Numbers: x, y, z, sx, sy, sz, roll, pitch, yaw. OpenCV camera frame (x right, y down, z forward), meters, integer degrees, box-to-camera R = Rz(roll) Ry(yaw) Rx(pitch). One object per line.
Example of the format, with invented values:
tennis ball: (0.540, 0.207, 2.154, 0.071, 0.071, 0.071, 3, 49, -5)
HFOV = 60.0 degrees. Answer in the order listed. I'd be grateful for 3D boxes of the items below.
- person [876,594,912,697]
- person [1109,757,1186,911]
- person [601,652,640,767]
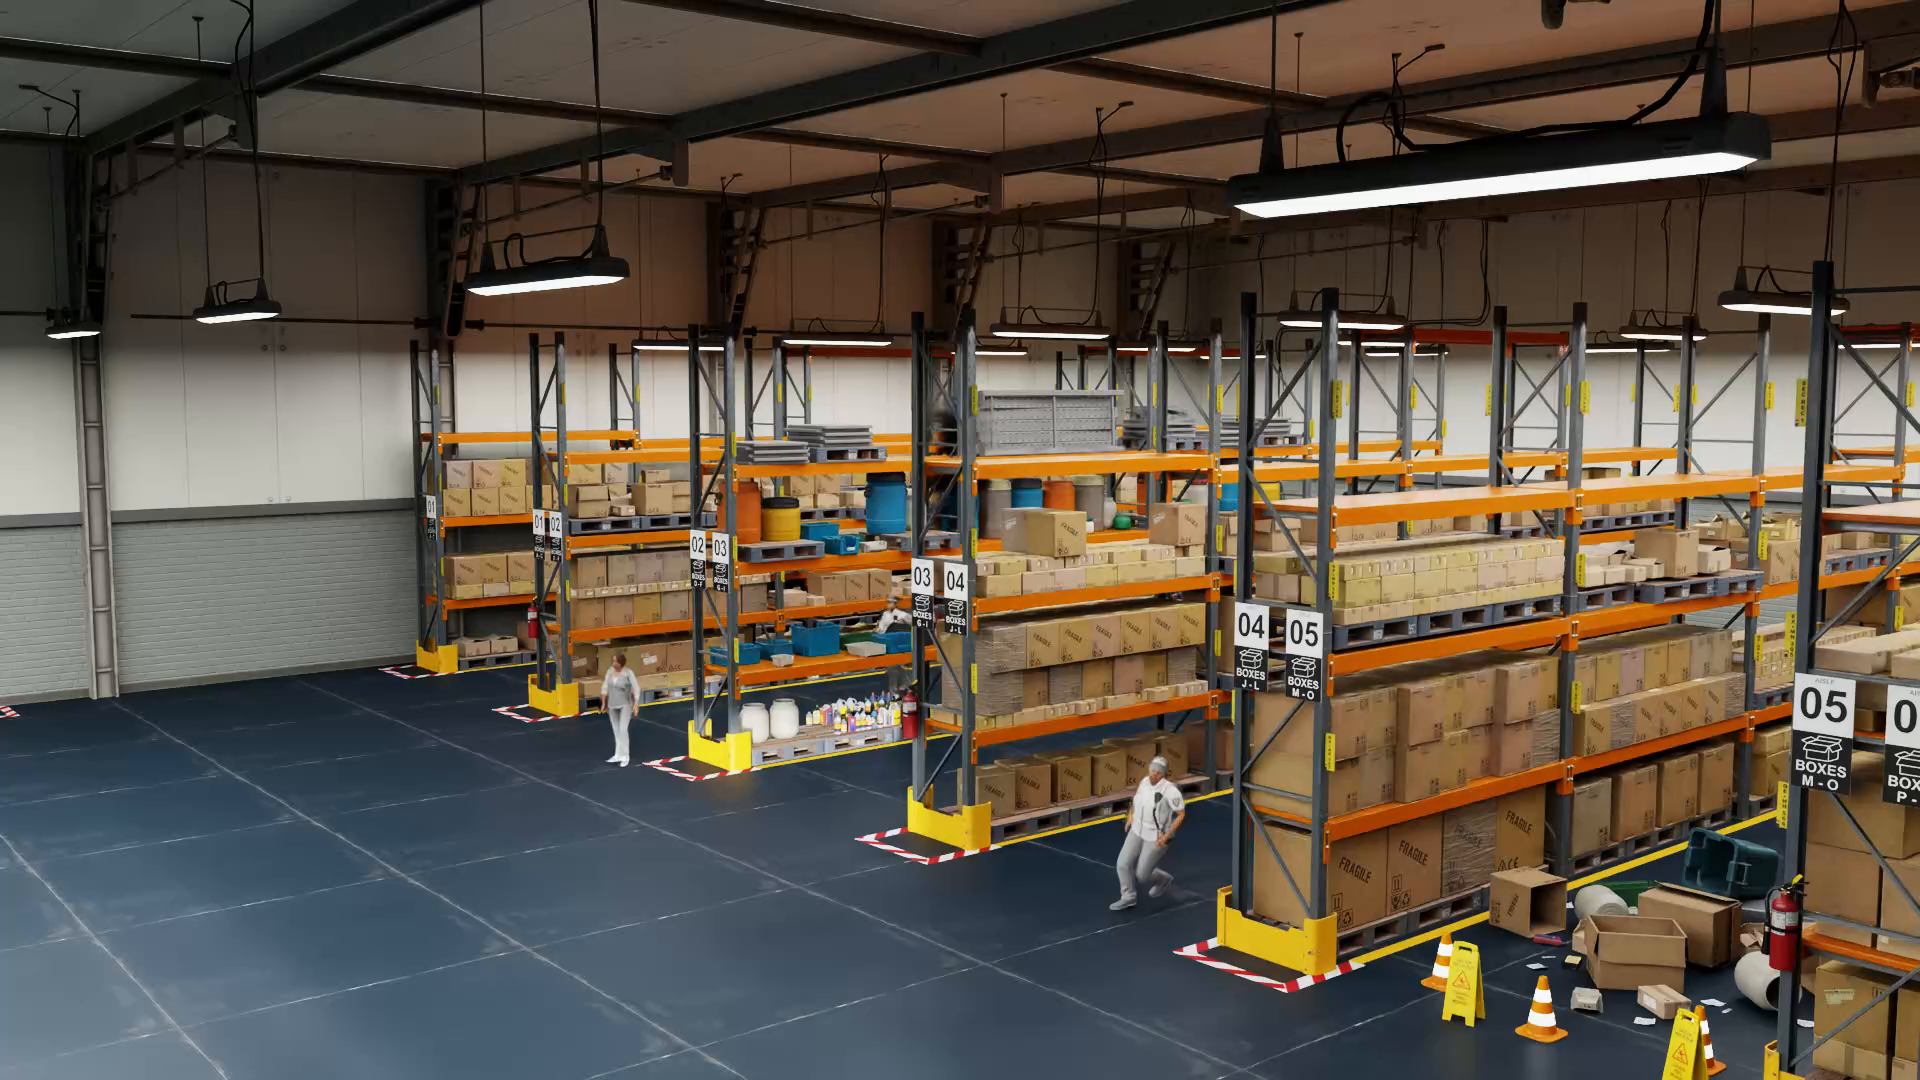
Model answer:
person: (-1.093, 1.759, 27.764, 0.811, 1.739, 0.560, -5, 7, -43)
person: (1.929, 2.875, 16.348, 0.628, 1.577, 0.726, -5, 7, -45)
person: (-4.619, 2.289, 22.683, 0.539, 1.575, 0.542, 1, 5, 14)
